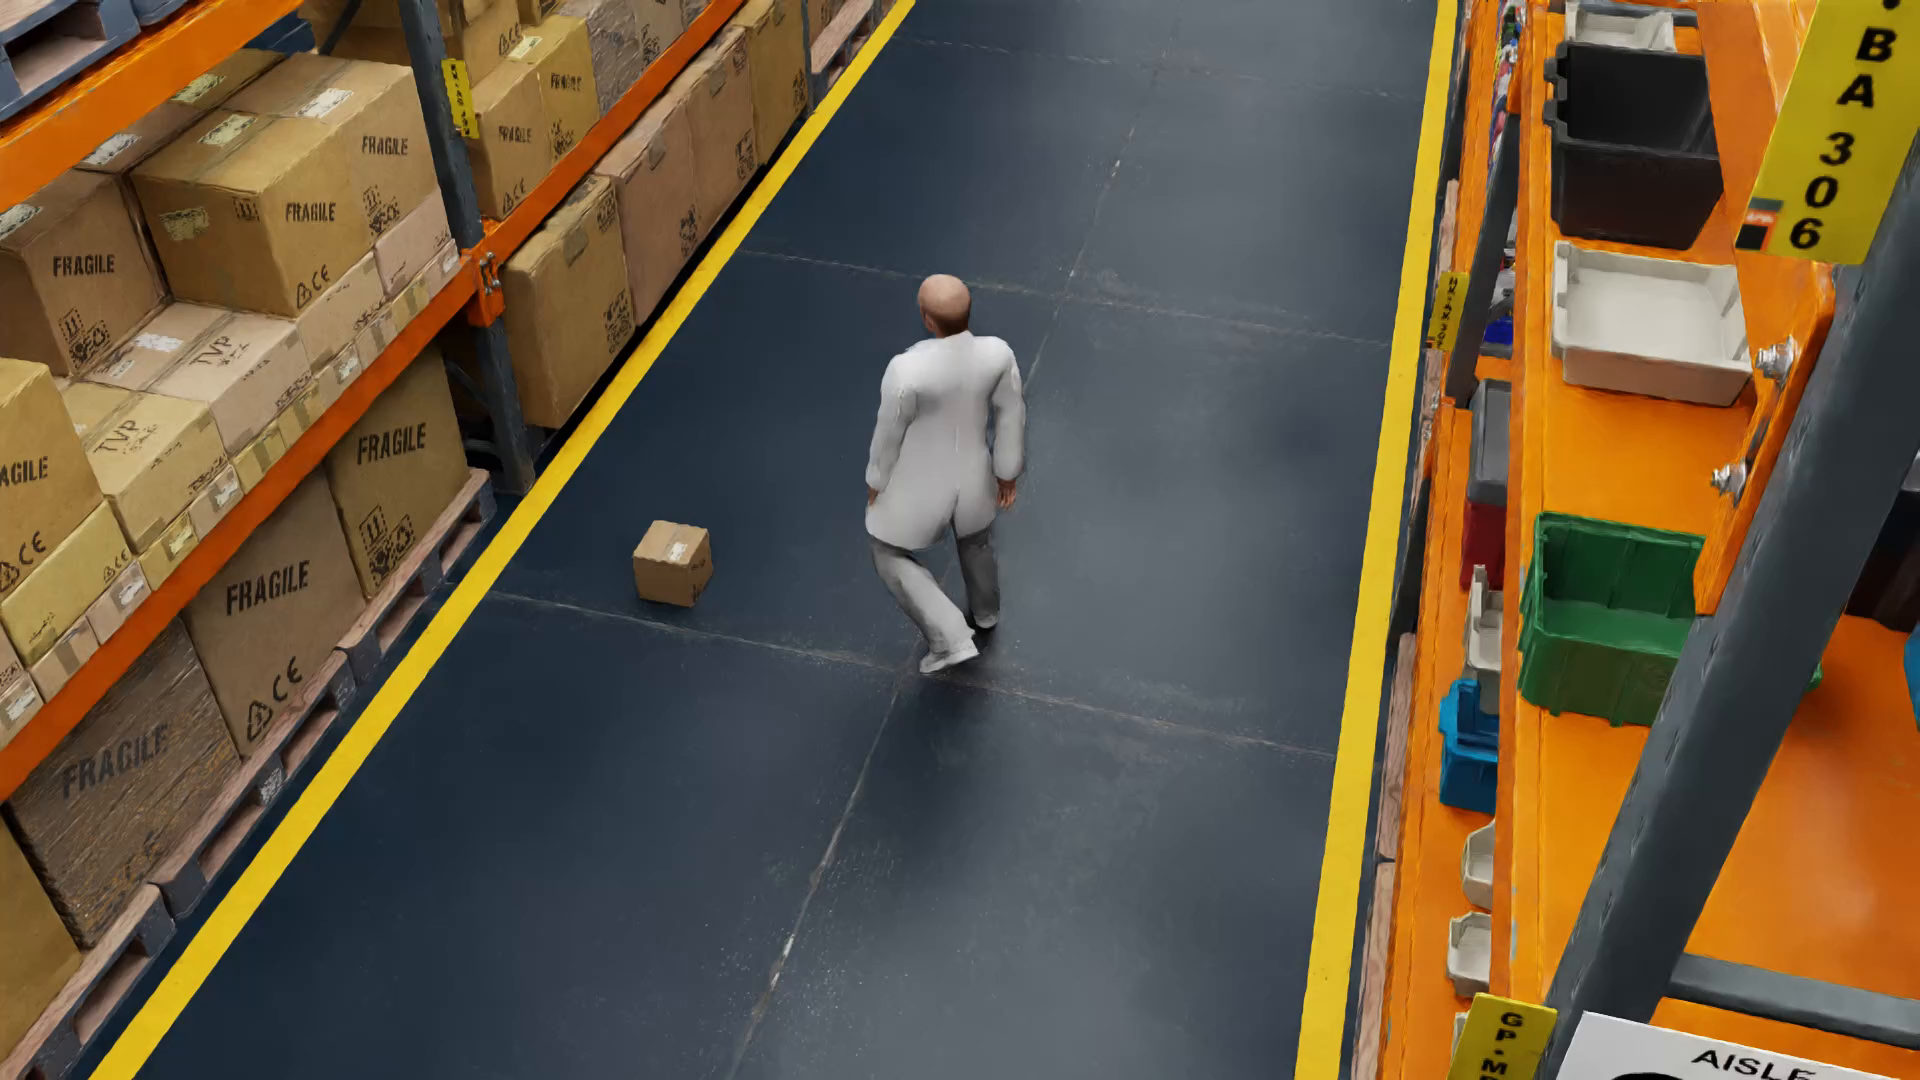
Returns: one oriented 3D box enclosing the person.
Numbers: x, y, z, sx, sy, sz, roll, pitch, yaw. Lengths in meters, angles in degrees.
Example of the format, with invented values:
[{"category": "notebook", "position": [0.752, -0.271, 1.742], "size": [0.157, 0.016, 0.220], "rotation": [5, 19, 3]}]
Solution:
[{"category": "person", "position": [-0.017, -0.232, 6.415], "size": [0.695, 1.770, 0.704], "rotation": [-21, 45, -23]}]
